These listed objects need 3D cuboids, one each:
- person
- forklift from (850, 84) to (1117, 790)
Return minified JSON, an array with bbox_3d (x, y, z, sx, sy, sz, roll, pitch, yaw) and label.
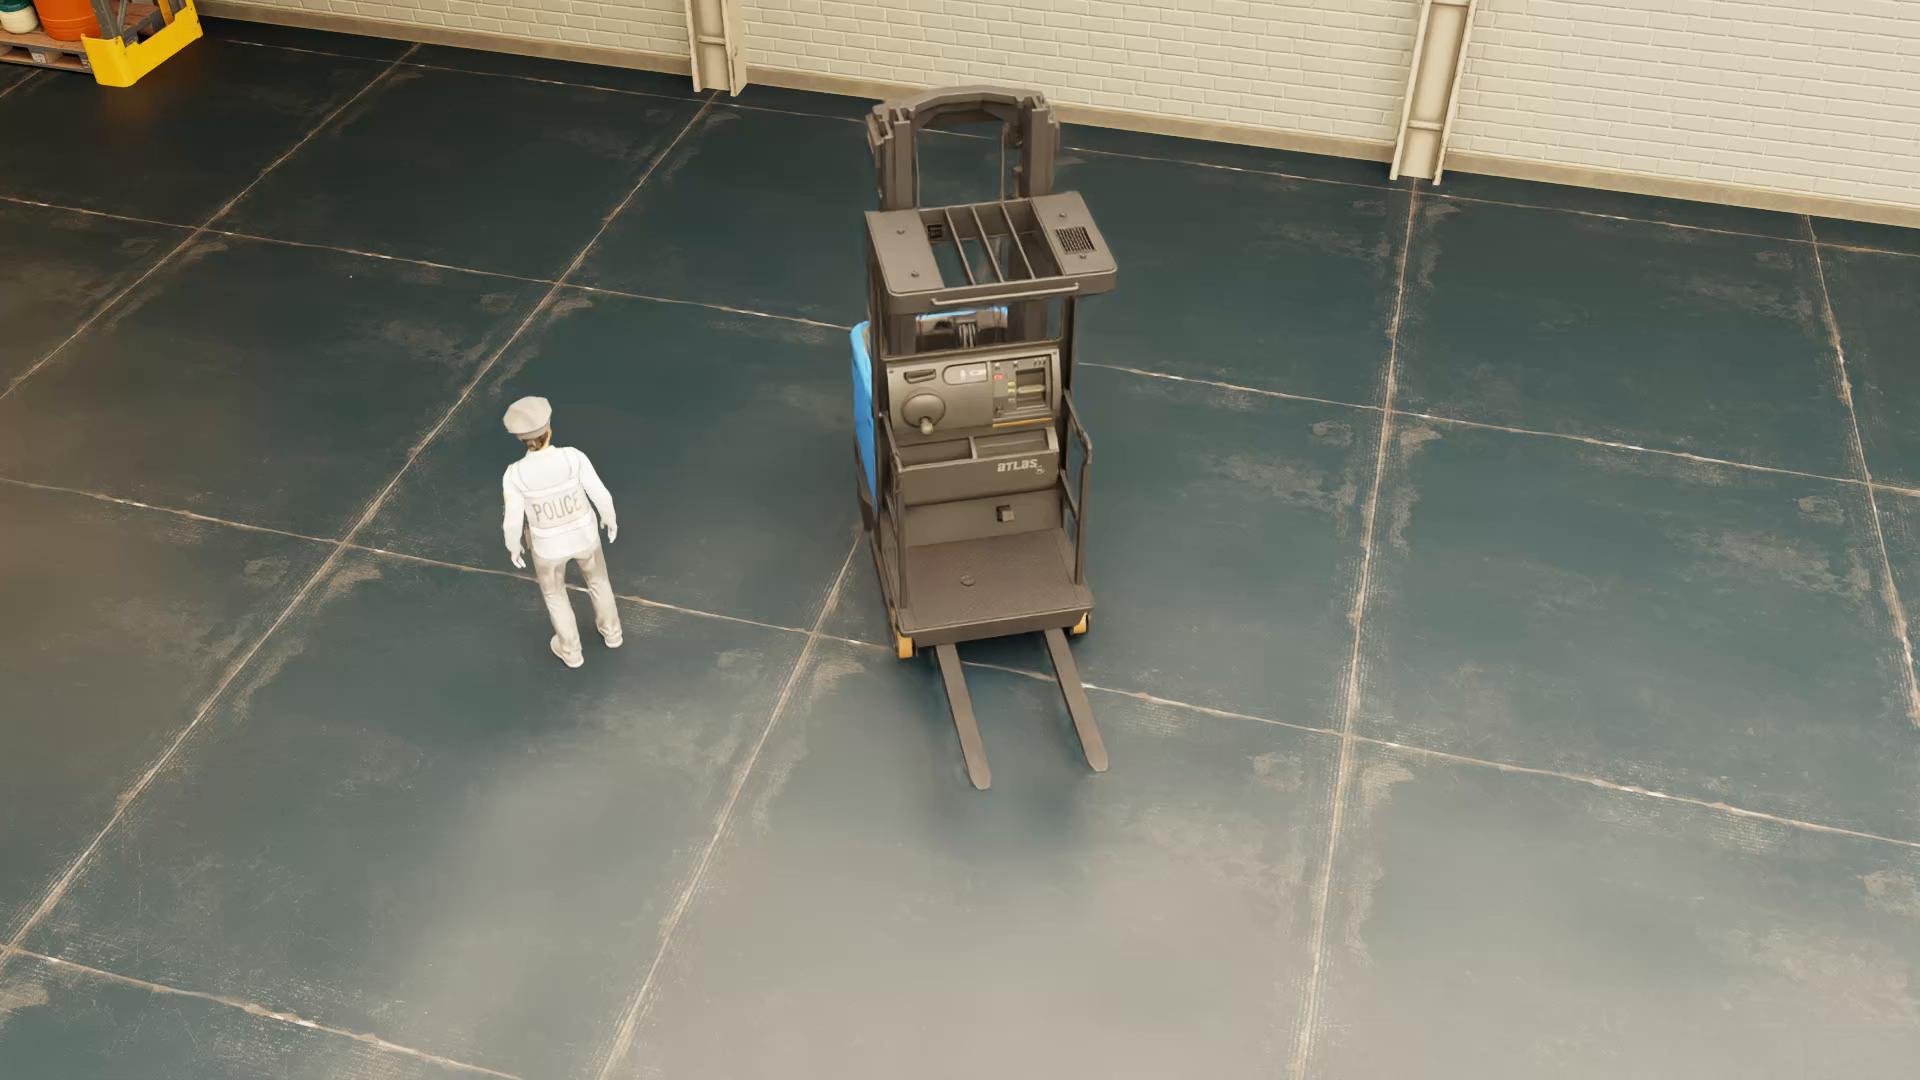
[{"bbox_3d":[-2.117,-0.017,8.846,0.591,1.661,0.396,-17,44,-19],"label":"person"},{"bbox_3d":[0.121,-0.706,8.667,1.130,2.935,3.031,-7,42,-8],"label":"forklift"}]
